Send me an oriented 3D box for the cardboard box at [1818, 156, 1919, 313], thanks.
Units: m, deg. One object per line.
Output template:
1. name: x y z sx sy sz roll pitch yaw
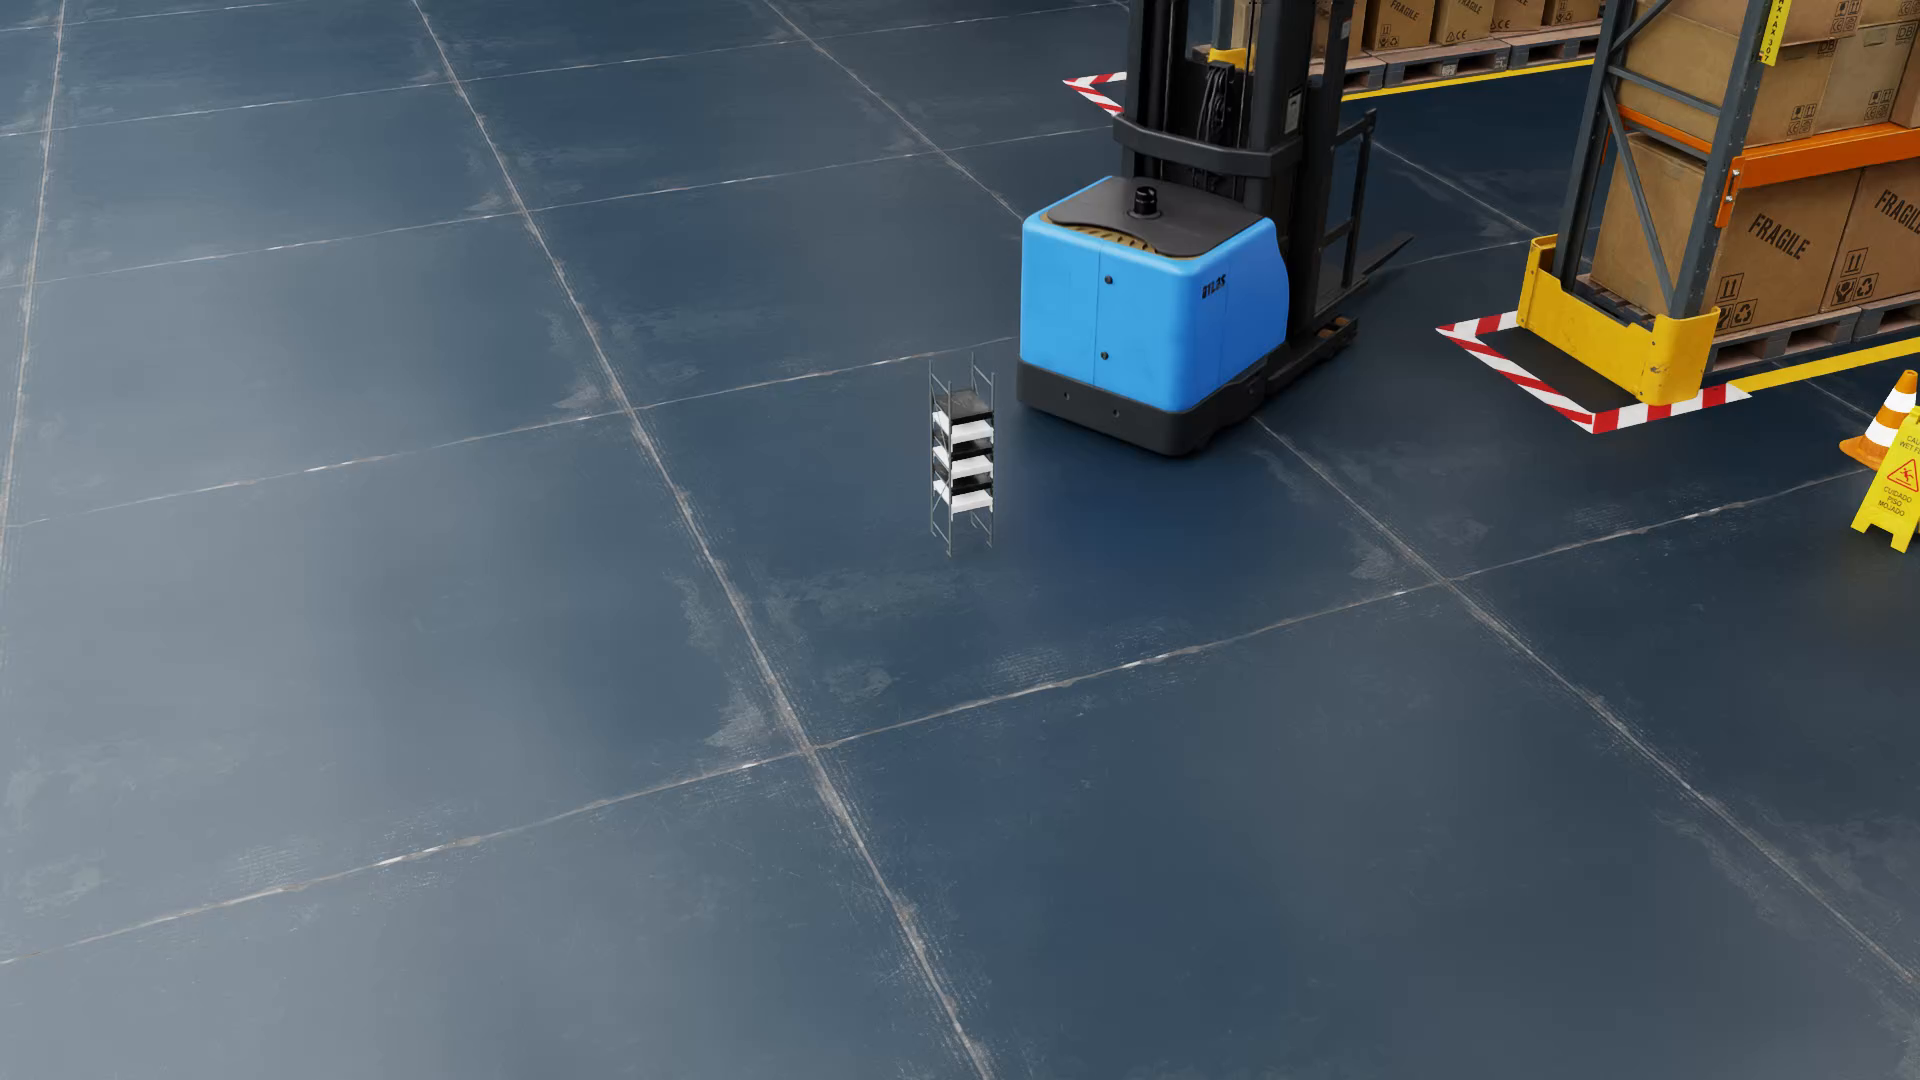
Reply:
1. cardboard box: 5.040 -1.941 9.546 0.875 0.875 0.875 -13 35 -20

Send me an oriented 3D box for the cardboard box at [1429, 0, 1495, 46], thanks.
1. cardboard box: 4.040 -4.421 13.701 0.500 0.500 0.500 -16 36 -23

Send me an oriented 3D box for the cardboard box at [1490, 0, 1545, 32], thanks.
1. cardboard box: 4.582 -4.592 13.963 0.500 0.500 0.500 -2 33 -4

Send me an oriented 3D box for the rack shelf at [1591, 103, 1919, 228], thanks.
1. rack shelf: 5.474 -2.413 9.368 4.000 0.370 1.077 -13 35 -19

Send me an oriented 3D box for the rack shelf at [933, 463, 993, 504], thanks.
1. rack shelf: 0.007 -0.276 7.574 0.200 0.077 0.258 -13 35 -19

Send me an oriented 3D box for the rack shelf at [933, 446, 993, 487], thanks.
1. rack shelf: 0.007 -0.351 7.525 0.200 0.077 0.258 -13 35 -19

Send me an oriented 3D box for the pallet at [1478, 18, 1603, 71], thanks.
1. pallet: 4.886 -4.324 14.202 1.213 0.211 1.003 -13 35 -19

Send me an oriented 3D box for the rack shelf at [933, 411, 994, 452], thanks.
1. rack shelf: 0.007 -0.502 7.427 0.200 0.077 0.258 -13 35 -19

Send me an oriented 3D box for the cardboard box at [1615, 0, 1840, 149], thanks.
1. cardboard box: 3.955 -2.456 8.637 0.550 0.550 0.875 -13 35 -19

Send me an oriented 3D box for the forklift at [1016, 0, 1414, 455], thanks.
1. forklift: 1.599 -2.390 8.736 1.130 2.935 3.031 23 40 31

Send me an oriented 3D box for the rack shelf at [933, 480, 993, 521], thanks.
1. rack shelf: 0.007 -0.200 7.624 0.200 0.077 0.258 -13 35 -19

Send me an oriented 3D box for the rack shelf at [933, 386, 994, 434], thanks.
1. rack shelf: 0.007 -0.577 7.378 0.200 0.077 0.258 -13 35 -19

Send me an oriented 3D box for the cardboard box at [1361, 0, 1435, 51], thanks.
1. cardboard box: 3.508 -4.326 13.555 0.500 0.500 0.500 -10 34 -14

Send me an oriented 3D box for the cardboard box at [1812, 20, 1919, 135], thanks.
1. cardboard box: 4.453 -2.584 8.833 0.550 0.550 0.875 -13 35 -19

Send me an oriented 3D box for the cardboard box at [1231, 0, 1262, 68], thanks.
1. cardboard box: 2.385 -4.060 13.146 0.500 0.500 0.500 -7 34 -10

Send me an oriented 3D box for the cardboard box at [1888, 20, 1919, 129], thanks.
1. cardboard box: 5.018 -2.639 8.917 0.550 0.550 0.875 -13 35 -19

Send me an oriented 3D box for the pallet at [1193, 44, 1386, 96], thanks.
1. pallet: 2.636 -3.809 13.410 1.213 0.211 1.003 -13 35 -19

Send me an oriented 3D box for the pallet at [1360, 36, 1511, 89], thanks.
1. pallet: 3.759 -4.064 13.803 1.213 0.211 1.003 -13 35 -19

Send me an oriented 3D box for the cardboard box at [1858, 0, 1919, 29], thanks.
1. cardboard box: 4.459 -3.029 8.528 0.550 0.550 0.875 -13 35 -19

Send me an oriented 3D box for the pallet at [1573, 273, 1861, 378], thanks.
1. pallet: 4.337 -1.332 9.603 1.213 0.211 1.003 -13 35 -19

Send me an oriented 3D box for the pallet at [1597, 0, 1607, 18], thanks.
1. pallet: 6.209 -4.649 14.701 1.213 0.211 1.003 -13 35 -19

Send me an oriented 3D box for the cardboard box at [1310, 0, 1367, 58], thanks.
1. cardboard box: 2.923 -4.203 13.366 0.500 0.500 0.500 -4 33 -6

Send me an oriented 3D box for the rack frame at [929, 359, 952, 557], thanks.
1. rack frame: -0.086 -0.357 7.474 0.006 0.900 0.240 -13 35 -19

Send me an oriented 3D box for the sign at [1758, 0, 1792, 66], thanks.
1. sign: 3.839 -2.408 7.834 0.005 0.325 0.100 -13 35 -19

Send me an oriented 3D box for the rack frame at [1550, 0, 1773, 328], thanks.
1. rack frame: 3.630 -2.292 8.523 0.127 3.000 1.000 -13 35 -19

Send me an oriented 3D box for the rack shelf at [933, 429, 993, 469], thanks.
1. rack shelf: 0.007 -0.426 7.476 0.200 0.077 0.258 -13 35 -19

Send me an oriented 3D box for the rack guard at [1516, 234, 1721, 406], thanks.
1. rack guard: 3.608 -1.240 9.197 0.348 0.500 1.175 -13 35 -19

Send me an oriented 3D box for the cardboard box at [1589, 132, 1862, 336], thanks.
1. cardboard box: 4.230 -1.754 9.259 0.875 0.875 0.875 -13 35 -19

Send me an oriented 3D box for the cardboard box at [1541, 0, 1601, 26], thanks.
1. cardboard box: 5.107 -4.716 14.155 0.500 0.500 0.500 -14 36 -20

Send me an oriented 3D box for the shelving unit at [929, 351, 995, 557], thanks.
1. shelving unit: 0.007 -0.379 7.507 0.210 0.900 0.258 -13 35 -19

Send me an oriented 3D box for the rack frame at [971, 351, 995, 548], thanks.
1. rack frame: 0.101 -0.400 7.540 0.006 0.900 0.240 -13 35 -19

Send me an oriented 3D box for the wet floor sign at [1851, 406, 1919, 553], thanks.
1. wet floor sign: 4.370 -0.304 7.625 0.232 0.644 0.267 -19 38 -27

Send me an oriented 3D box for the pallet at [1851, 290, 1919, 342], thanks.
1. pallet: 5.460 -1.587 9.996 1.213 0.211 1.003 -13 35 -19

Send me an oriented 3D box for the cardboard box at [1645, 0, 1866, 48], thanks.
1. cardboard box: 3.987 -2.867 8.278 0.550 0.550 0.875 -13 35 -19

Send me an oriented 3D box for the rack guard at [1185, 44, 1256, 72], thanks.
1. rack guard: 1.873 -3.776 13.095 0.348 0.500 1.175 -13 35 -19

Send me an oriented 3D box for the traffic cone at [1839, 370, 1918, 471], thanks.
1. traffic cone: 4.670 -0.627 8.290 0.334 0.463 0.336 -13 35 -19

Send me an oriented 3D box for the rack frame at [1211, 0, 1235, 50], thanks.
1. rack frame: 1.803 -4.808 12.389 0.127 3.000 1.000 -13 35 -19

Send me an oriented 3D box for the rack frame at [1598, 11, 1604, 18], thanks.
1. rack frame: 5.491 -5.652 13.687 0.127 3.000 1.000 -13 35 -19
